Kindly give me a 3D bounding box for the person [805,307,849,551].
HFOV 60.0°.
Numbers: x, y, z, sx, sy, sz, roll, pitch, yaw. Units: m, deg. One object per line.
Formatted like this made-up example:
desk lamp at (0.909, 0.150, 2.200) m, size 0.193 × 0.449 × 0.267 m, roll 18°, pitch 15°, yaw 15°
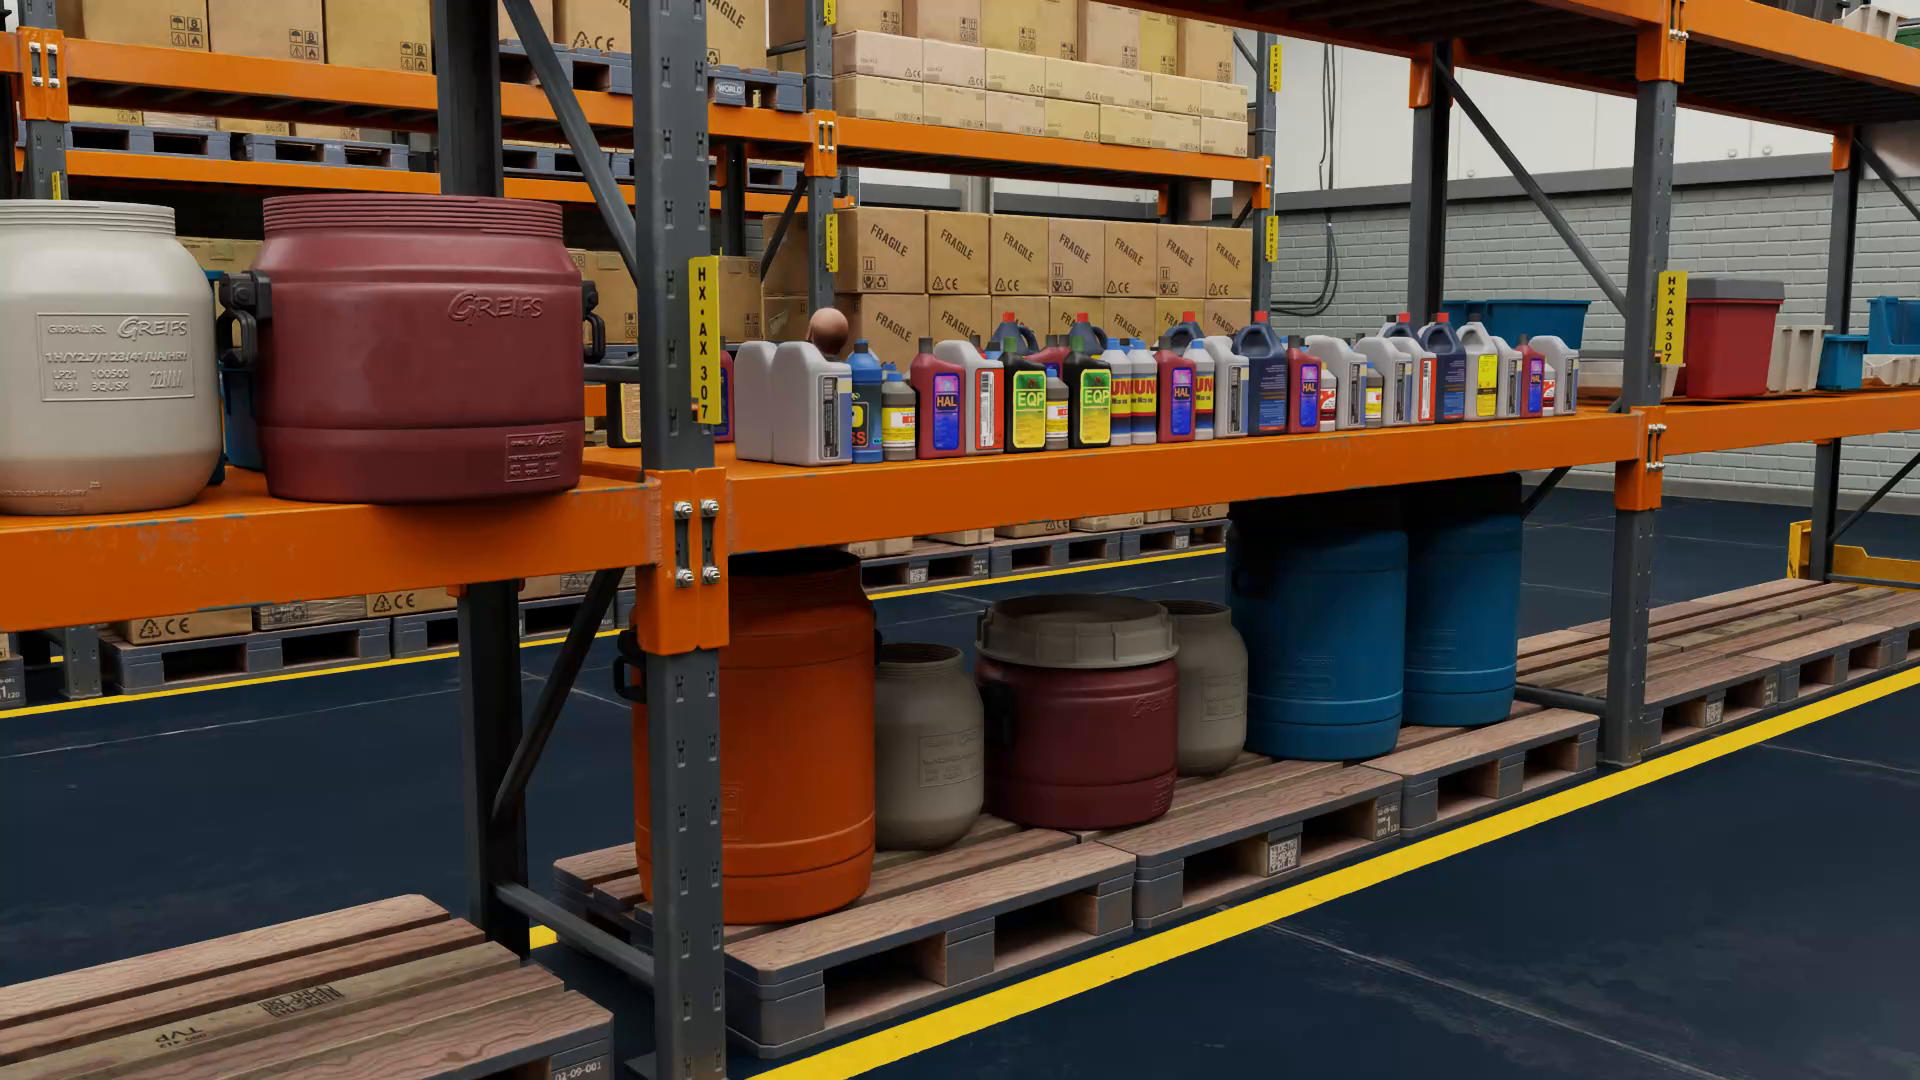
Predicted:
person at (-0.720, -0.195, 7.464) m, size 0.585 × 1.679 × 0.925 m, roll -5°, pitch 9°, yaw -33°
